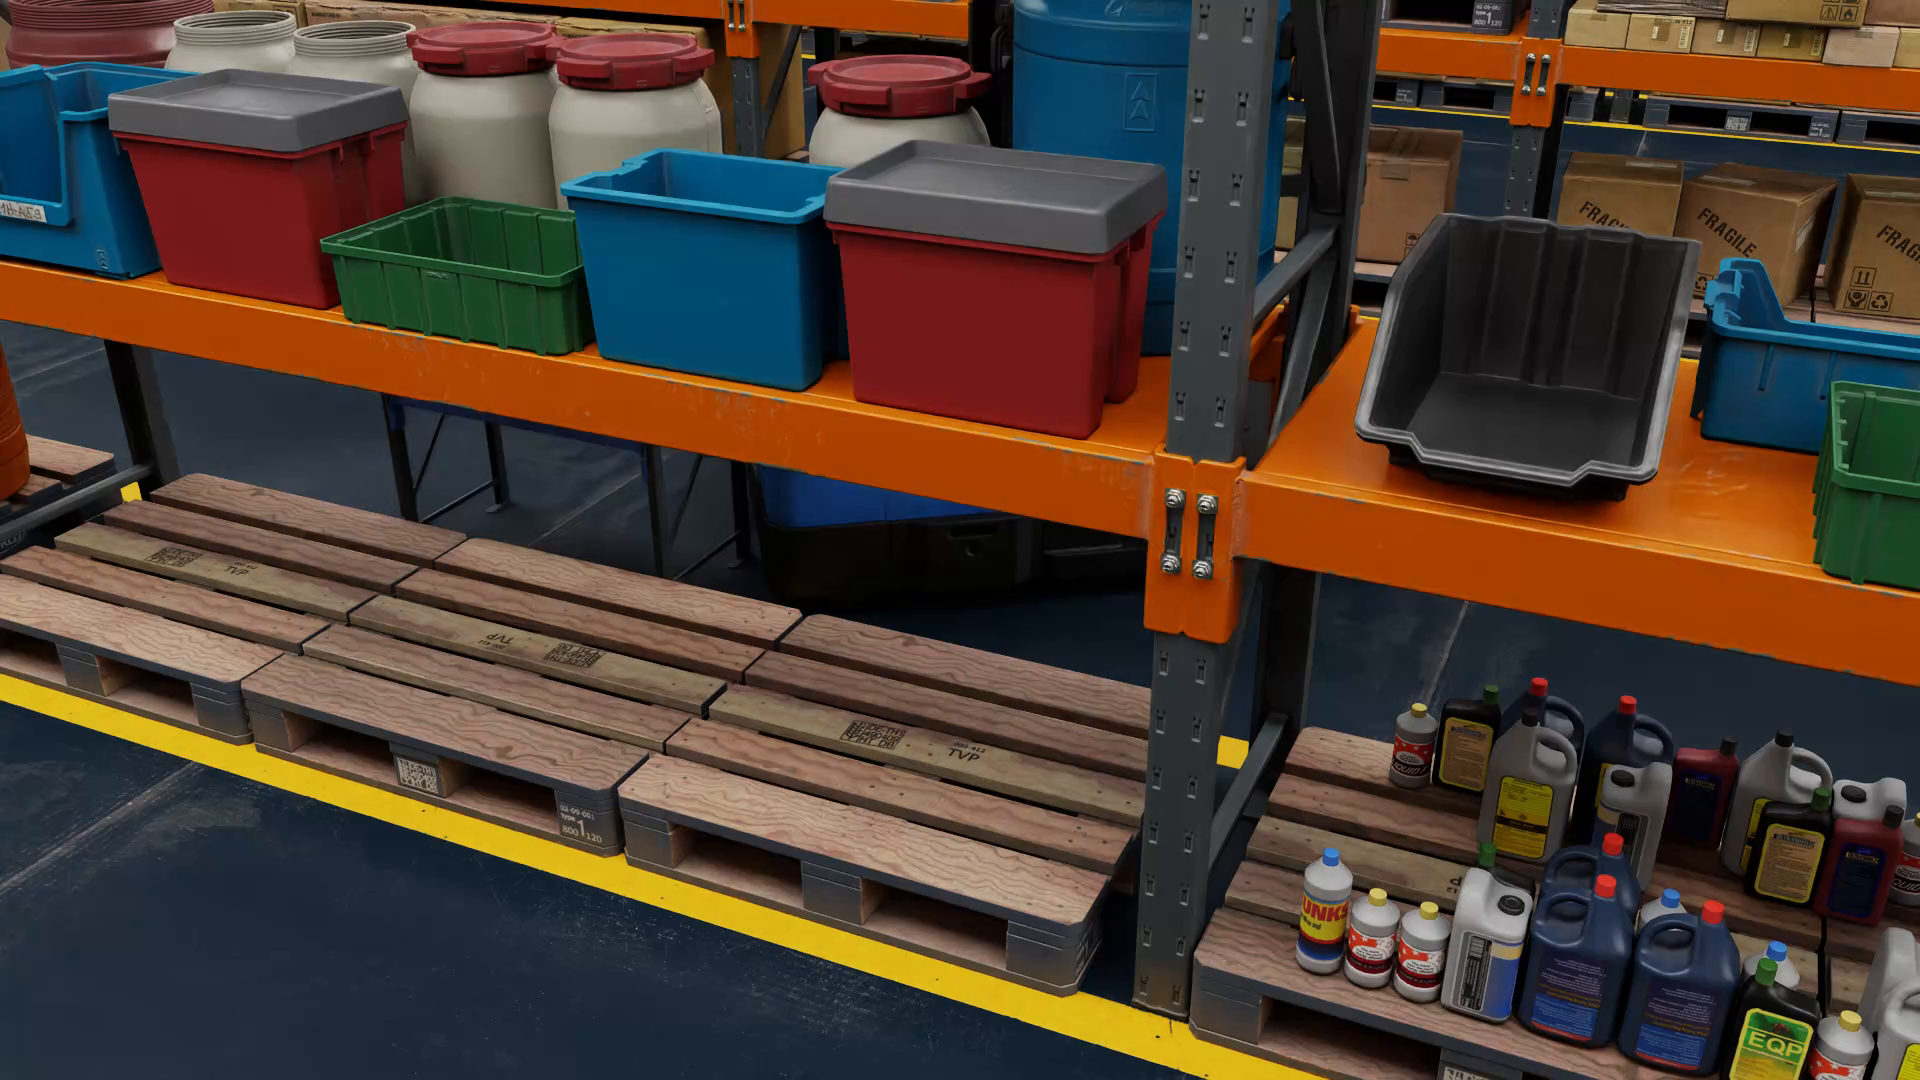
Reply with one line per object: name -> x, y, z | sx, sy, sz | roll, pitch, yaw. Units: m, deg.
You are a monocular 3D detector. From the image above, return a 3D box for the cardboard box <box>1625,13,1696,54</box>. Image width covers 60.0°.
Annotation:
cardboard box -> 2.985, -2.176, 7.059 | 0.250, 0.149, 0.380 | 11, 28, 22

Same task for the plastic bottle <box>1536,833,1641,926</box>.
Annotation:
plastic bottle -> 1.264, 0.739, 3.354 | 0.185, 0.351, 0.144 | 11, 28, 22

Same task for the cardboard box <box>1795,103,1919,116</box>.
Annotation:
cardboard box -> 6.202, -3.405, 11.200 | 0.875, 0.875, 0.875 | 12, 28, 22

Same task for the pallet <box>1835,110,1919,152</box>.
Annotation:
pallet -> 6.611, -2.832, 11.263 | 1.213, 0.211, 1.003 | 11, 28, 22

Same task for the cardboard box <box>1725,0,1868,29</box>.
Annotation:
cardboard box -> 3.516, -2.466, 6.912 | 0.500, 0.500, 0.875 | 11, 28, 22

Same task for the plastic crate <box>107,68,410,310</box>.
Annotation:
plastic crate -> -1.655, -0.850, 4.008 | 0.583, 0.464, 0.402 | 11, 28, 22

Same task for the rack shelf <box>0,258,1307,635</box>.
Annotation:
rack shelf -> -1.179, -0.552, 4.289 | 4.000, 0.370, 1.077 | 11, 28, 22

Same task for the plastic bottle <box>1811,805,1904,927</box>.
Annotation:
plastic bottle -> 1.918, 0.683, 3.544 | 0.133, 0.283, 0.061 | 11, 28, 22

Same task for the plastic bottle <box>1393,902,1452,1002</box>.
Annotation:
plastic bottle -> 0.935, 0.821, 3.356 | 0.097, 0.201, 0.097 | 0, 26, 0

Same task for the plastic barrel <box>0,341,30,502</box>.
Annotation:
plastic barrel -> -3.452, -0.537, 5.427 | 0.708, 0.830, 0.600 | 11, 28, 22

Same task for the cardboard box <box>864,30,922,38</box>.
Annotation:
cardboard box -> -0.471, -4.476, 13.800 | 0.500, 0.500, 0.500 | 10, 28, 20

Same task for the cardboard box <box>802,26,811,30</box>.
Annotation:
cardboard box -> -1.401, -4.668, 14.190 | 0.500, 0.500, 0.500 | 13, 29, 24

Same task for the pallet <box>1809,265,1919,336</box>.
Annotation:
pallet -> 4.432, -0.918, 7.376 | 1.213, 0.211, 1.003 | 11, 28, 22

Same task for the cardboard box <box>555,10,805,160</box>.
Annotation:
cardboard box -> -1.569, -2.601, 9.567 | 0.875, 0.875, 1.225 | 10, 28, 19

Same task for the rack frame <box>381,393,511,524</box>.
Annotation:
rack frame -> -1.747, -0.708, 5.489 | 0.032, 1.500, 0.500 | 12, 29, 22

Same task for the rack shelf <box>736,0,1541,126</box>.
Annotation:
rack shelf -> 0.871, -2.543, 8.334 | 4.000, 0.370, 1.077 | 11, 28, 22

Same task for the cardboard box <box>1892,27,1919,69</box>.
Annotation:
cardboard box -> 3.911, -2.008, 6.718 | 0.250, 0.149, 0.380 | 11, 28, 22

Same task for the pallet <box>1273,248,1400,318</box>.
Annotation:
pallet -> 1.982, -1.391, 8.336 | 1.213, 0.211, 1.003 | 11, 28, 22

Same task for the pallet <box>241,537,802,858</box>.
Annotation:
pallet -> -1.204, 0.392, 4.715 | 1.213, 0.211, 1.003 | 11, 28, 22

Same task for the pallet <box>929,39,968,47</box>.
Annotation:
pallet -> 0.485, -4.100, 13.838 | 1.213, 0.211, 1.003 | 11, 28, 22

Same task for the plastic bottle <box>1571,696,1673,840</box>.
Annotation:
plastic bottle -> 1.522, 0.519, 3.800 | 0.185, 0.351, 0.144 | 10, 28, 19

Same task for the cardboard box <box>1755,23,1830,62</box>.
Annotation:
cardboard box -> 3.456, -2.100, 6.903 | 0.250, 0.149, 0.380 | 11, 28, 22

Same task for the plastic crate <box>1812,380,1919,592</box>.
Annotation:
plastic crate -> 1.760, -0.052, 2.699 | 0.662, 0.188, 0.450 | 11, 28, 22

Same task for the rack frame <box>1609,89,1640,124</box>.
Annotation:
rack frame -> 4.837, -4.476, 11.445 | 0.127, 3.000, 1.000 | 11, 28, 22

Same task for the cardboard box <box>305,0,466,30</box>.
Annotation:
cardboard box -> -3.186, -2.926, 10.227 | 0.875, 0.875, 1.225 | 10, 28, 20

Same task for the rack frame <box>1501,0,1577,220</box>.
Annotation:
rack frame -> 2.692, -2.500, 7.432 | 0.127, 3.000, 1.000 | 11, 28, 22

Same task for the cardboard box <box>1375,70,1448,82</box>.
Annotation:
cardboard box -> 3.358, -3.910, 12.368 | 0.750, 0.750, 1.050 | 11, 28, 22

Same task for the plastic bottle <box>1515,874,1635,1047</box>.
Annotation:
plastic bottle -> 1.204, 0.797, 3.236 | 0.185, 0.351, 0.144 | 12, 29, 23

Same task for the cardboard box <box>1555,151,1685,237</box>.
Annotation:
cardboard box -> 3.039, -1.478, 7.710 | 0.500, 0.500, 0.500 | 10, 28, 20

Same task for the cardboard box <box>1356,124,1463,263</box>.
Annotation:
cardboard box -> 2.142, -1.697, 8.133 | 0.500, 0.500, 0.700 | 9, 28, 18

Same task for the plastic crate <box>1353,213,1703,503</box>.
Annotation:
plastic crate -> 1.065, -0.334, 3.103 | 0.504, 0.338, 0.767 | 11, 28, 22

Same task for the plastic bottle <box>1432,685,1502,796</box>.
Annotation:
plastic bottle -> 1.216, 0.468, 3.981 | 0.133, 0.283, 0.061 | 13, 29, 24

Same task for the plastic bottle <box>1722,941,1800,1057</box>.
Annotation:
plastic bottle -> 1.526, 0.879, 3.160 | 0.097, 0.271, 0.097 | 0, 26, 0

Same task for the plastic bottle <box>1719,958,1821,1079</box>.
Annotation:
plastic bottle -> 1.509, 0.909, 3.086 | 0.133, 0.283, 0.061 | 13, 29, 24

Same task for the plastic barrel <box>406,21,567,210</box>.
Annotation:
plastic barrel -> -1.200, -1.046, 4.325 | 0.433, 0.535, 0.433 | 0, 26, 0

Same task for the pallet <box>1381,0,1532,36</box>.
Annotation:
pallet -> 2.056, -2.612, 7.877 | 1.213, 0.211, 1.003 | 11, 28, 22

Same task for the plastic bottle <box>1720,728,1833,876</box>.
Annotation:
plastic bottle -> 1.816, 0.578, 3.680 | 0.185, 0.351, 0.144 | 11, 28, 21

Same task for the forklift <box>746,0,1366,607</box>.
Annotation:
forklift -> 0.797, -1.411, 5.298 | 3.031, 2.935, 1.130 | -5, 27, -10

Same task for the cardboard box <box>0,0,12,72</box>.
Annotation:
cardboard box -> -5.978, -3.515, 11.424 | 0.875, 0.875, 0.875 | 11, 28, 22

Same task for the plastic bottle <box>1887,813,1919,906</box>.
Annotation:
plastic bottle -> 2.081, 0.687, 3.628 | 0.097, 0.201, 0.097 | 0, 26, 0

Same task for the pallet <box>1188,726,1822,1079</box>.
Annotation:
pallet -> 1.236, 0.882, 3.720 | 1.213, 0.211, 1.003 | 11, 28, 22

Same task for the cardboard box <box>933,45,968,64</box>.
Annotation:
cardboard box -> 0.160, -2.440, 8.794 | 0.500, 0.250, 0.500 | 15, 30, 28

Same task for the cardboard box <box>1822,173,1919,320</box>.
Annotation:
cardboard box -> 4.161, -1.294, 7.337 | 0.500, 0.500, 0.500 | 9, 28, 17

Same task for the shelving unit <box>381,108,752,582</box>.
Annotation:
shelving unit -> -1.287, -0.613, 5.295 | 1.048, 1.500, 0.538 | 12, 29, 22

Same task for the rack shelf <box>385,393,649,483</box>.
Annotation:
rack shelf -> -1.287, -0.452, 5.375 | 1.000, 0.185, 0.538 | 12, 29, 22

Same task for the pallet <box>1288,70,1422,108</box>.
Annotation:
pallet -> 2.989, -3.558, 12.738 | 1.213, 0.211, 1.003 | 11, 28, 22

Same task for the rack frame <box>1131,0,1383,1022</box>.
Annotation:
rack frame -> 0.641, -0.509, 3.387 | 0.127, 3.000, 1.000 | 11, 28, 22

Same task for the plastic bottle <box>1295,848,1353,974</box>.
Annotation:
plastic bottle -> 0.750, 0.753, 3.416 | 0.097, 0.271, 0.097 | 0, 26, 0

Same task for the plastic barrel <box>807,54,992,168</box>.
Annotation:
plastic barrel -> -0.139, -0.833, 3.891 | 0.433, 0.535, 0.433 | 0, 26, 0

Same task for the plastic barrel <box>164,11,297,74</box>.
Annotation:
plastic barrel -> -1.975, -1.188, 4.640 | 0.421, 0.512, 0.421 | 0, 26, 0

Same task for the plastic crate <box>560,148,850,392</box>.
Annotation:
plastic crate -> -0.492, -0.578, 3.546 | 0.575, 0.384, 0.392 | 11, 28, 22

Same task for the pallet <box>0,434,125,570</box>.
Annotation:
pallet -> -3.735, -0.116, 5.747 | 1.213, 0.211, 1.003 | 11, 28, 22

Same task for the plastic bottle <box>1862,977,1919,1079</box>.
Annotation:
plastic bottle -> 1.763, 0.909, 3.008 | 0.185, 0.351, 0.144 | 11, 28, 21

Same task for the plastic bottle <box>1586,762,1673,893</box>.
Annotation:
plastic bottle -> 1.483, 0.617, 3.686 | 0.135, 0.276, 0.152 | 11, 28, 22
